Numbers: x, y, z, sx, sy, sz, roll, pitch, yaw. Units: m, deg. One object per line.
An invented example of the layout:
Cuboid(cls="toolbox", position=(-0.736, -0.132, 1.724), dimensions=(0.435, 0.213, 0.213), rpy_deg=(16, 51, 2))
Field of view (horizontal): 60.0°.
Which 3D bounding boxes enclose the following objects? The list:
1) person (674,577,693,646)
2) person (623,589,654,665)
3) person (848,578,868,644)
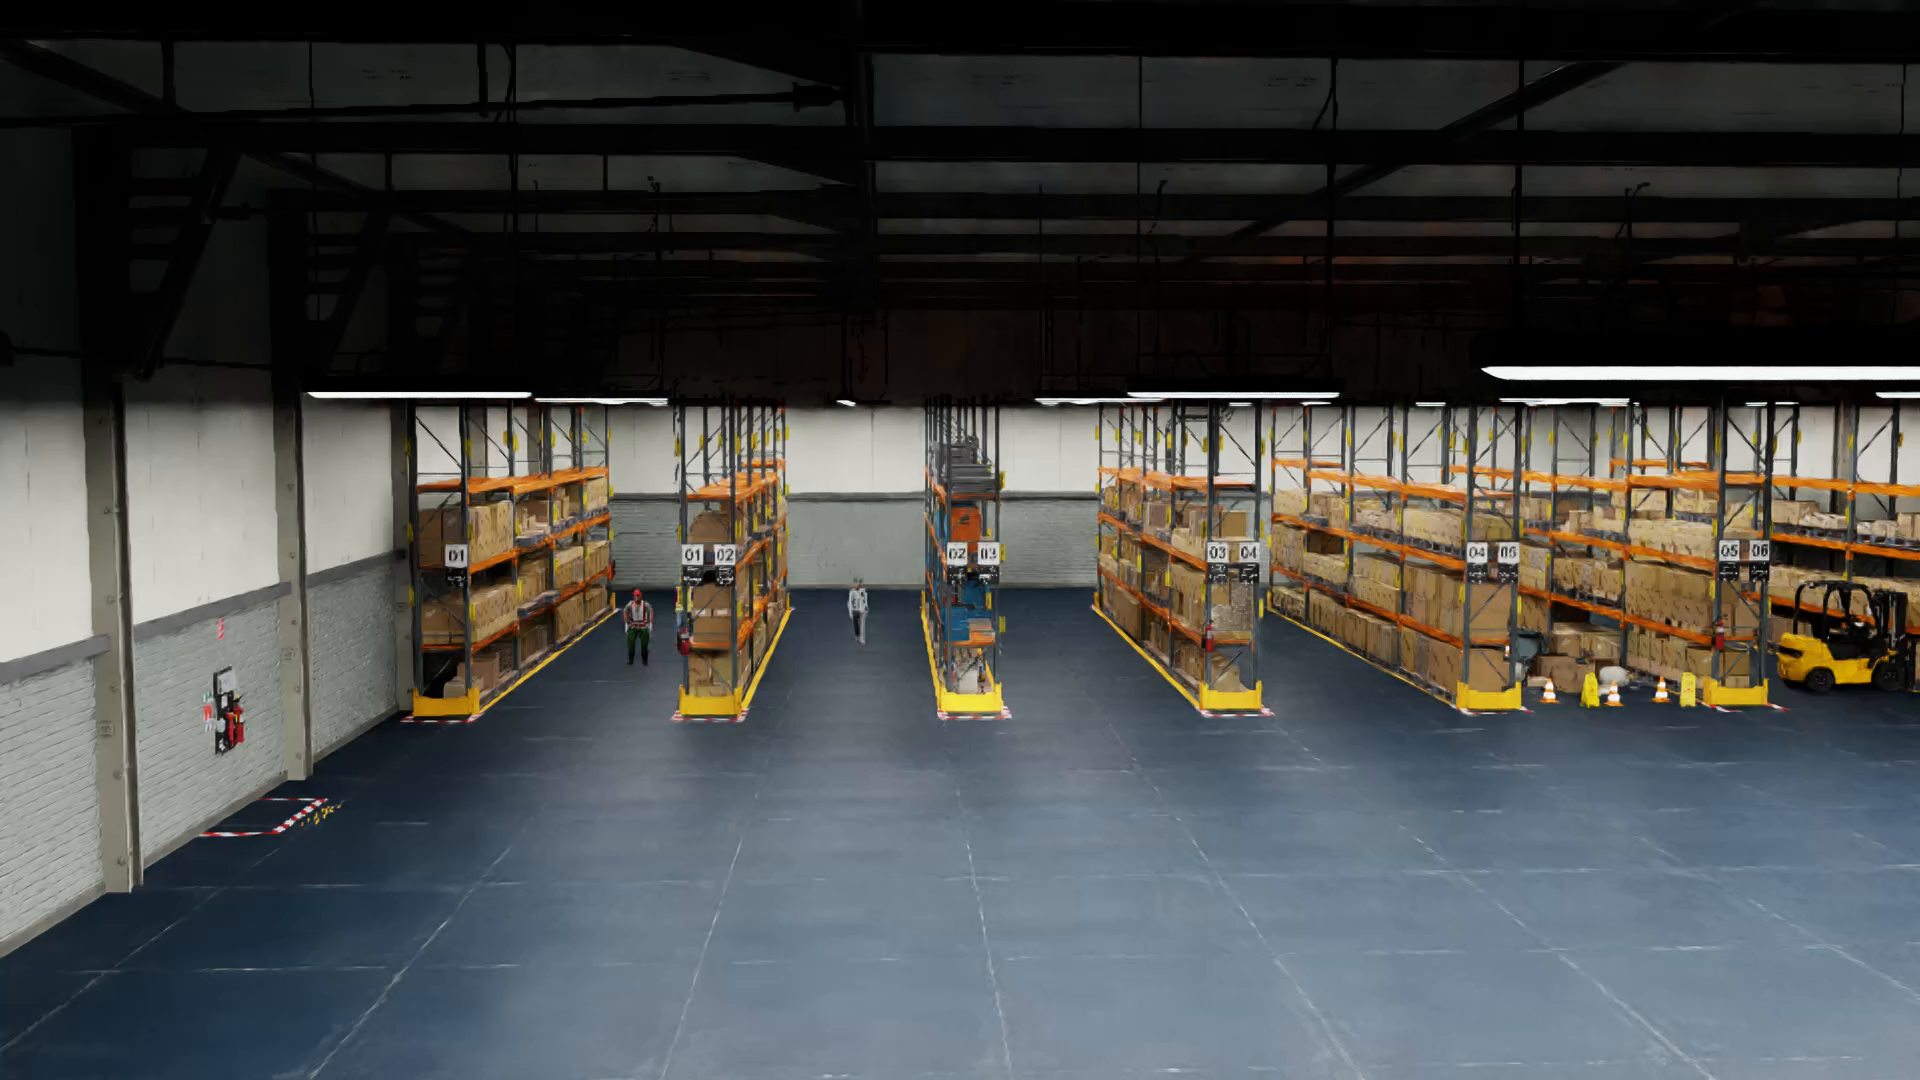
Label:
Cuboid(cls="person", position=(-6.636, 1.696, 40.166), dimensions=(0.575, 1.689, 1.128), rpy_deg=(0, 5, -5))
Cuboid(cls="person", position=(-7.159, 1.943, 36.965), dimensions=(0.661, 1.741, 0.552), rpy_deg=(0, 5, -5))
Cuboid(cls="person", position=(-2.489, 1.707, 40.551), dimensions=(0.495, 1.589, 1.086), rpy_deg=(0, 5, -1))
